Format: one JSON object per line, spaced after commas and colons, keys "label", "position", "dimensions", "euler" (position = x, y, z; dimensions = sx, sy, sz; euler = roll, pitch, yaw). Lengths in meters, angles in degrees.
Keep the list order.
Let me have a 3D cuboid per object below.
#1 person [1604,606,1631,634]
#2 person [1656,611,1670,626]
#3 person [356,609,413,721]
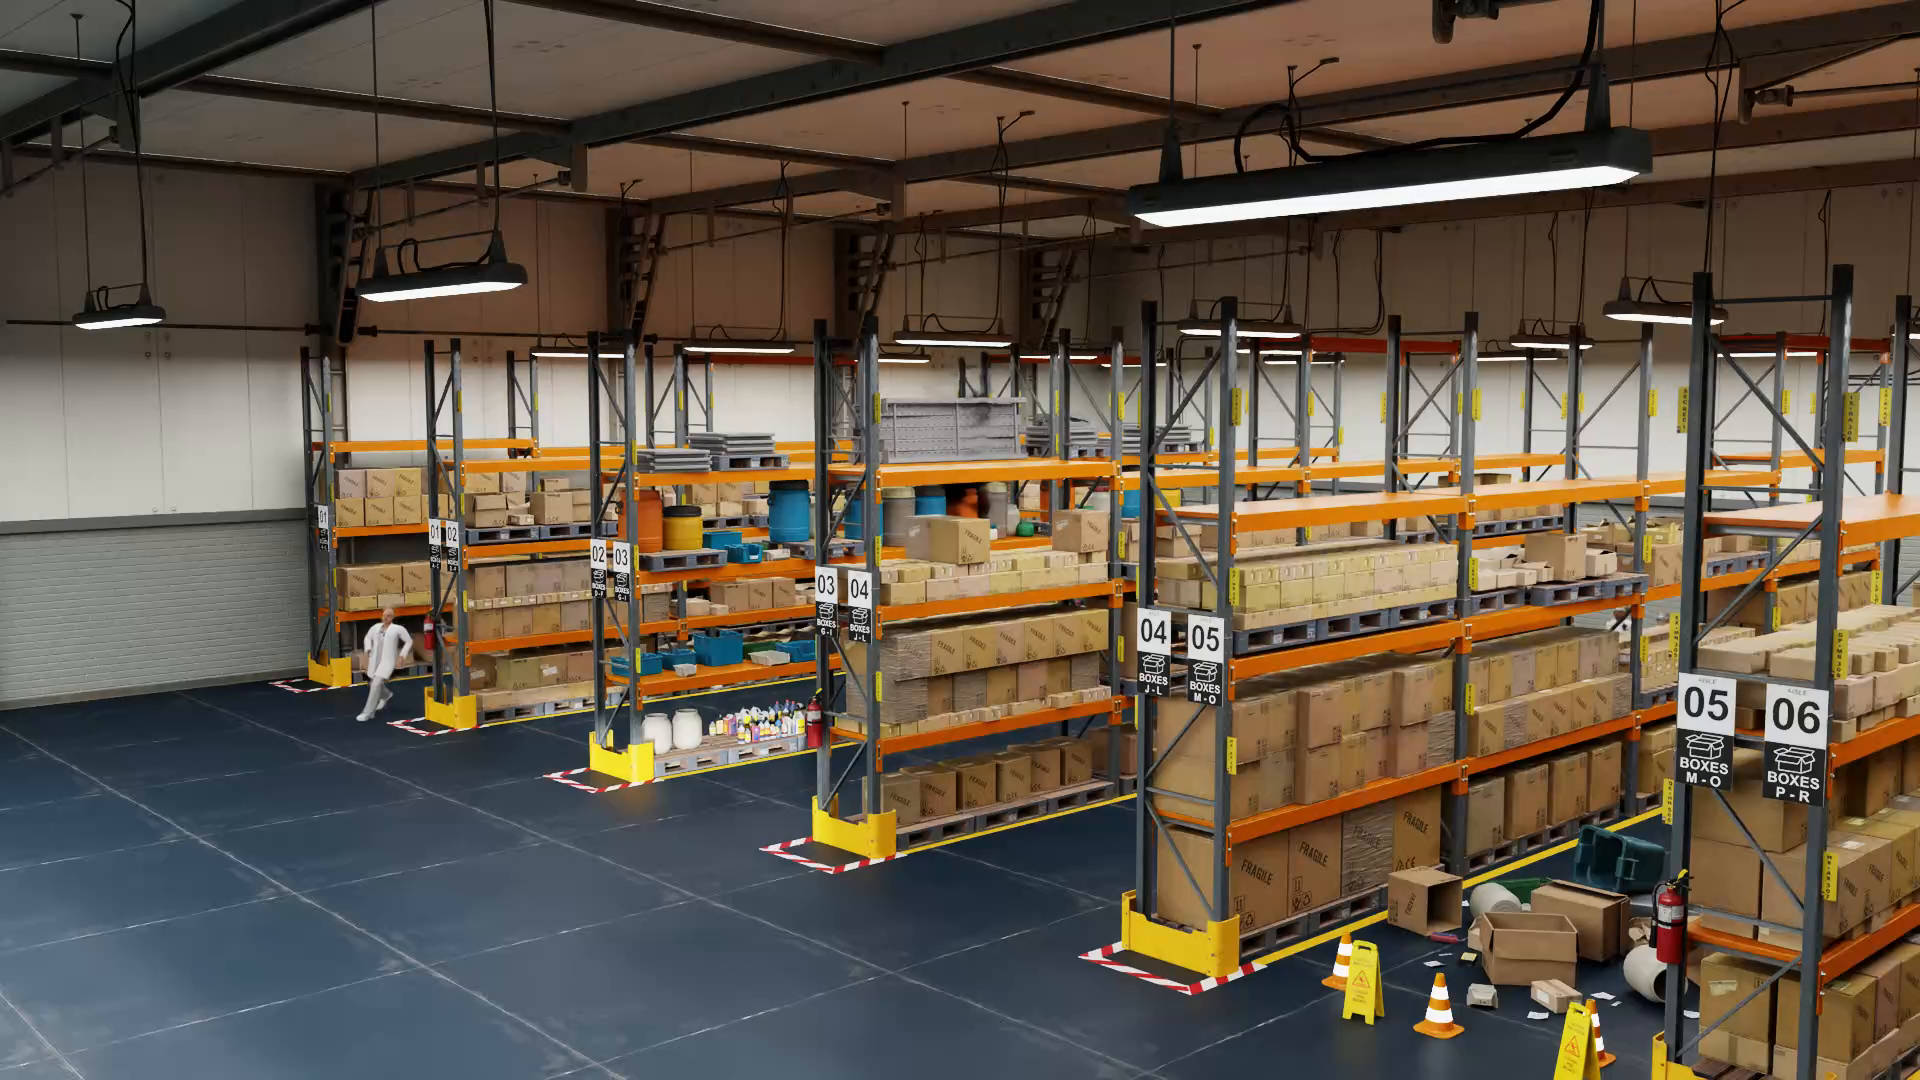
{"label": "person", "position": [11.054, 1.885, 27.894], "dimensions": [0.590, 1.654, 0.598], "euler": [3, 6, 28]}
{"label": "person", "position": [10.999, 2.012, 25.871], "dimensions": [0.823, 1.847, 0.669], "euler": [-4, 6, -37]}
{"label": "person", "position": [-9.158, 1.957, 26.463], "dimensions": [0.772, 1.733, 1.027], "euler": [1, 5, 14]}
